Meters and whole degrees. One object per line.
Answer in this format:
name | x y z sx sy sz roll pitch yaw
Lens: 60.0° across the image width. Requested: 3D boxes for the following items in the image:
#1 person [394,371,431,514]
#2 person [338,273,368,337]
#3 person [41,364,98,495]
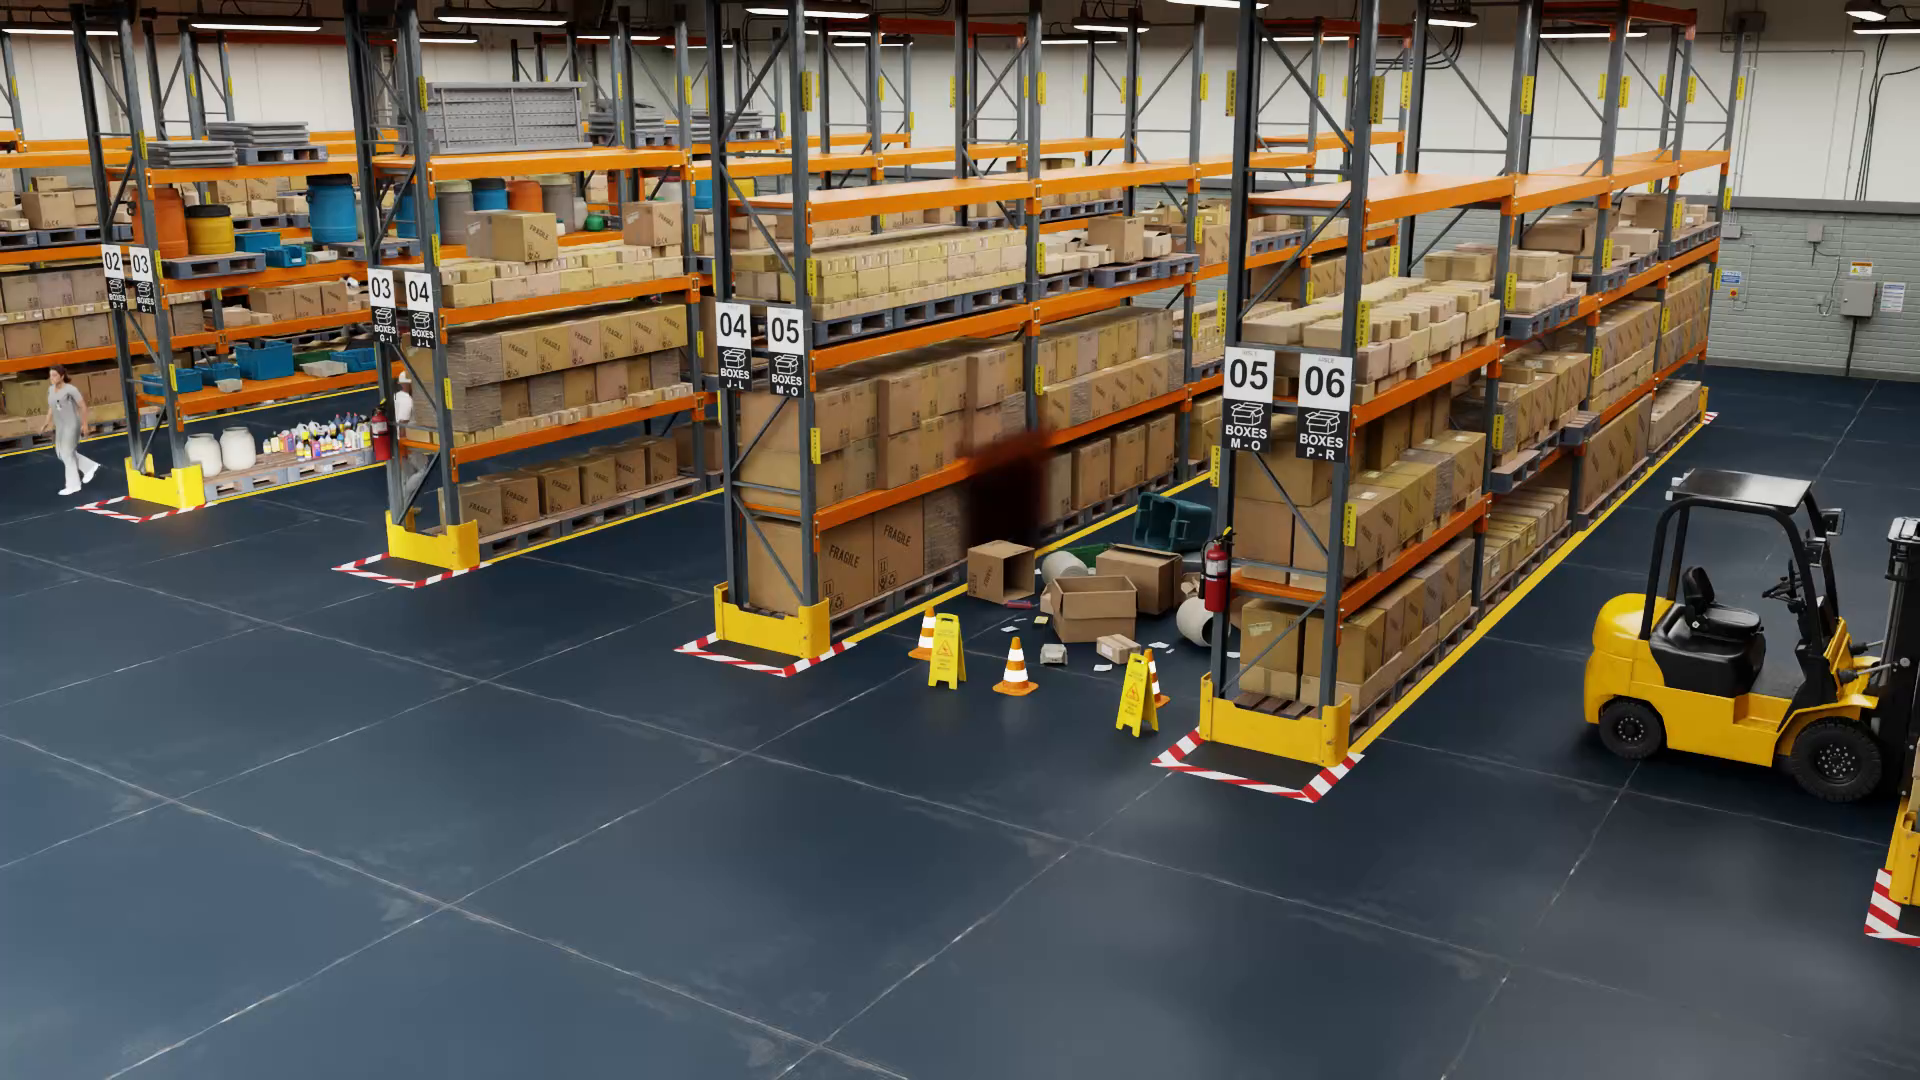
person | -6.702 -1.170 20.130 0.602 1.753 0.567 15 21 42
person | -11.973 -4.563 32.507 0.439 1.628 1.005 12 19 36
person | -11.404 -1.454 21.396 0.512 1.659 0.696 7 17 24
